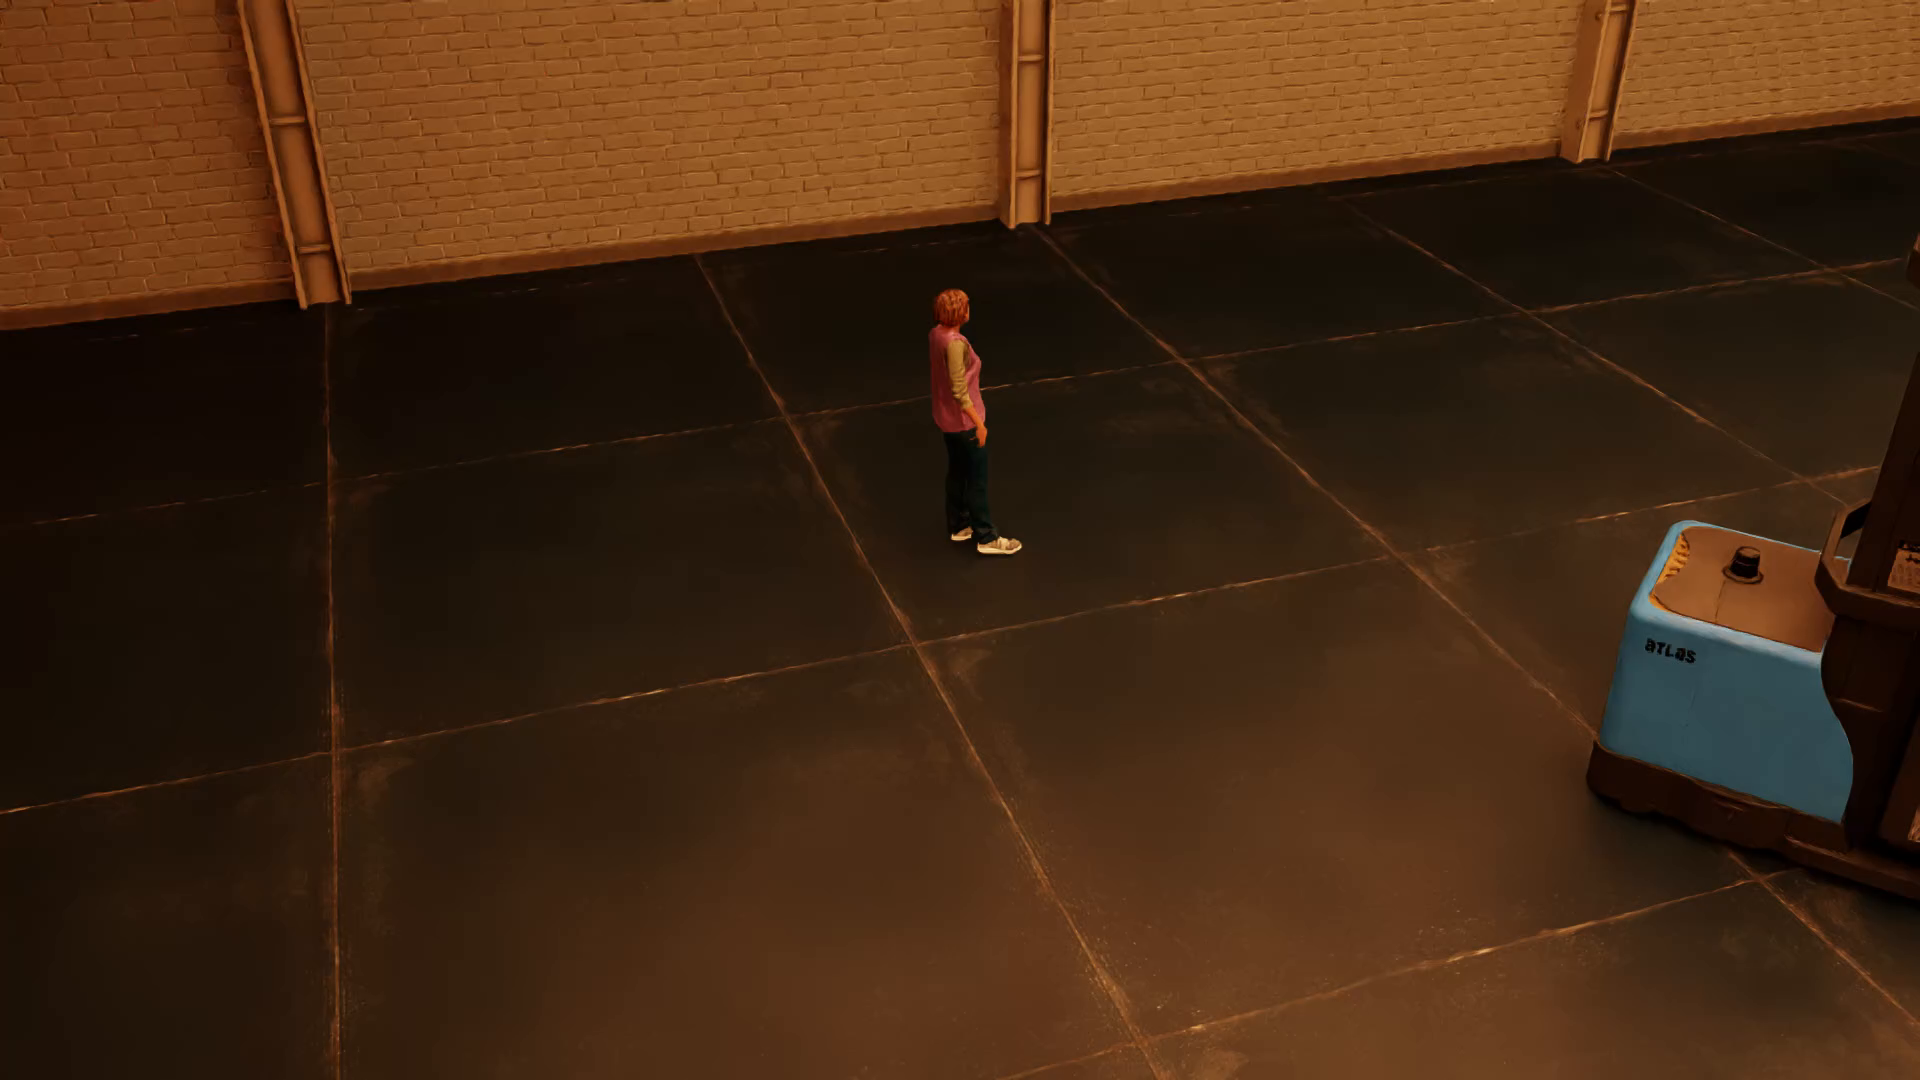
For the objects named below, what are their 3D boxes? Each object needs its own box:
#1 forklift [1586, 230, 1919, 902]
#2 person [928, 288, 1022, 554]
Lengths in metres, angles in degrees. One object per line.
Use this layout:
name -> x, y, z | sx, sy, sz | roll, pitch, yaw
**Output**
forklift -> 4.496, 0.137, 6.848 | 3.031, 2.935, 1.130 | 17, 34, 27
person -> 0.075, -0.703, 9.633 | 0.474, 1.597, 0.520 | -10, 31, -16
